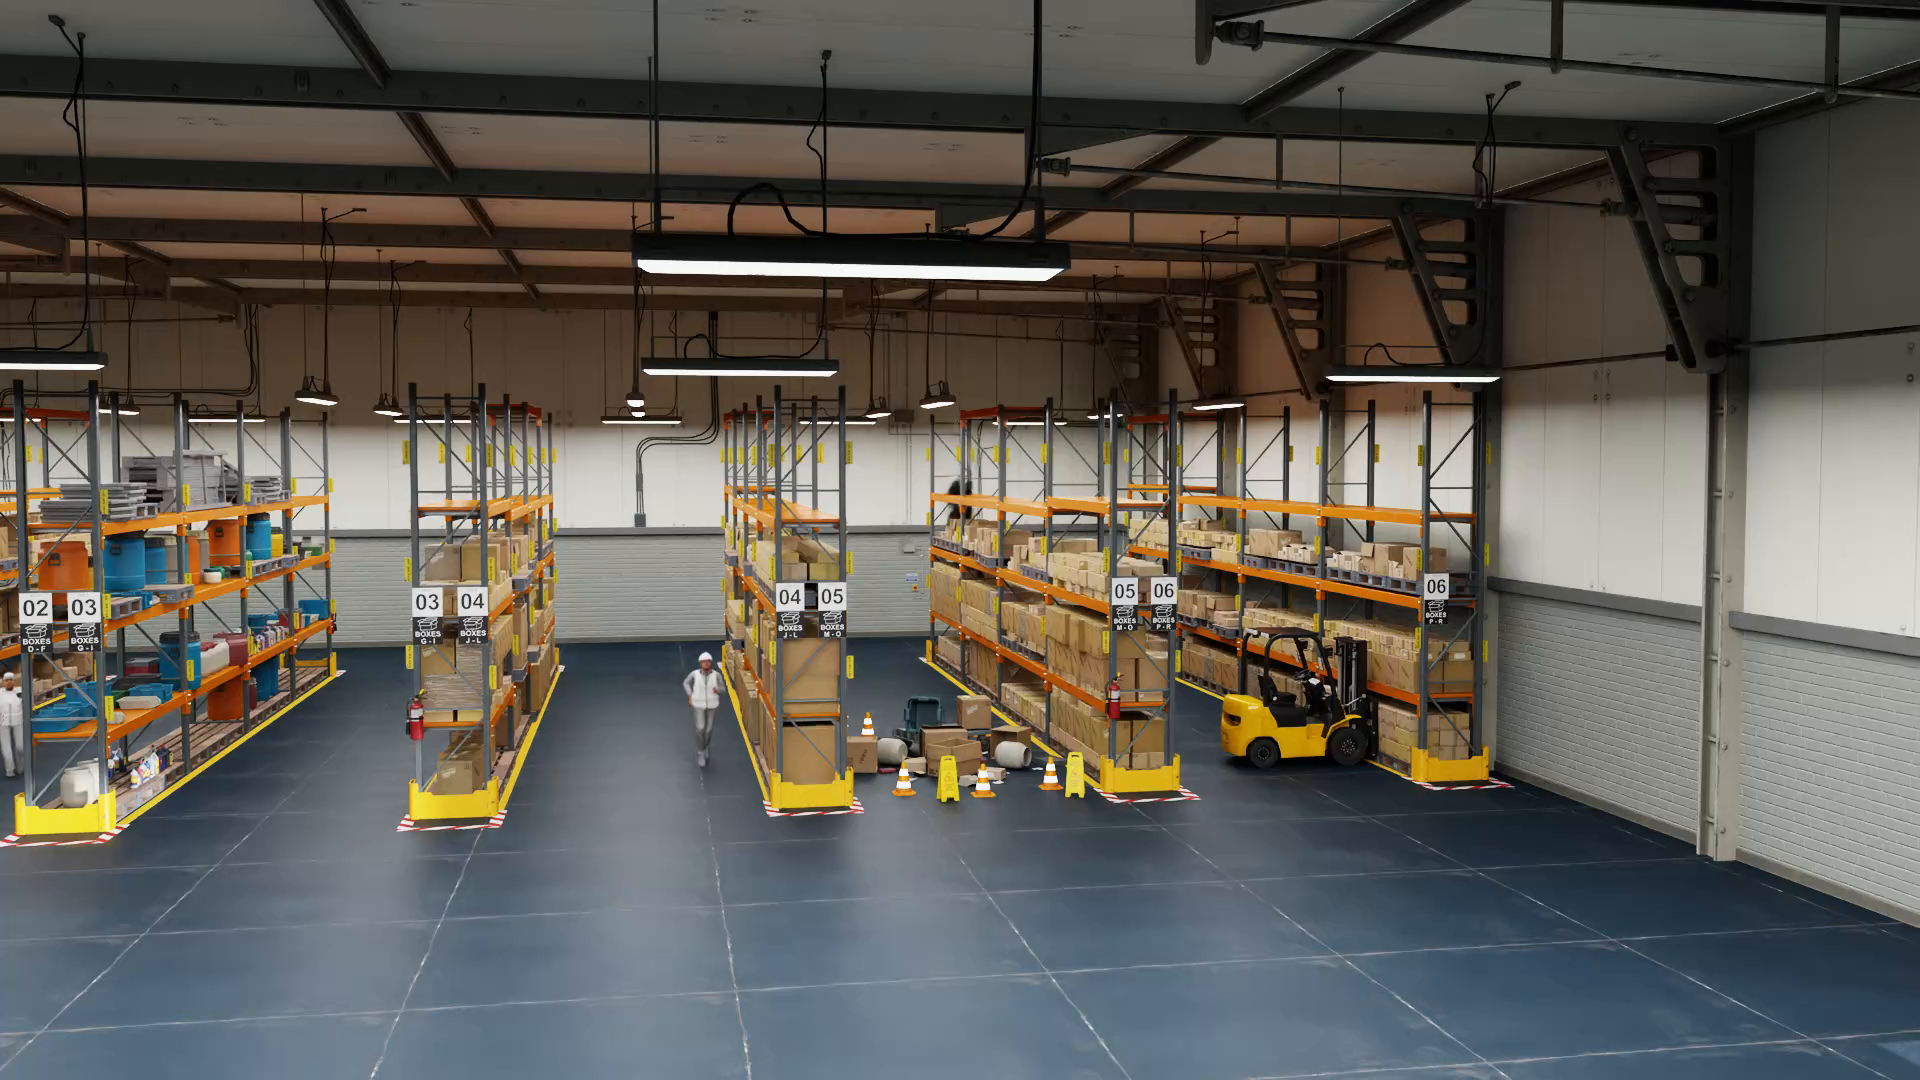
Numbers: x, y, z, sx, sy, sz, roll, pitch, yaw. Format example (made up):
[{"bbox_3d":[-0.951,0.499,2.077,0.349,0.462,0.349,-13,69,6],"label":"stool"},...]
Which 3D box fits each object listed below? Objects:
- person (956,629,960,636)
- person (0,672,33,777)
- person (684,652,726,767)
[{"bbox_3d":[0.096,2.088,41.883,0.823,1.576,0.563,2,3,29],"label":"person"},{"bbox_3d":[-14.739,2.880,25.838,0.593,1.611,0.546,-2,3,-28],"label":"person"},{"bbox_3d":[-4.192,2.747,27.107,0.555,1.837,0.799,-1,3,-19],"label":"person"}]
